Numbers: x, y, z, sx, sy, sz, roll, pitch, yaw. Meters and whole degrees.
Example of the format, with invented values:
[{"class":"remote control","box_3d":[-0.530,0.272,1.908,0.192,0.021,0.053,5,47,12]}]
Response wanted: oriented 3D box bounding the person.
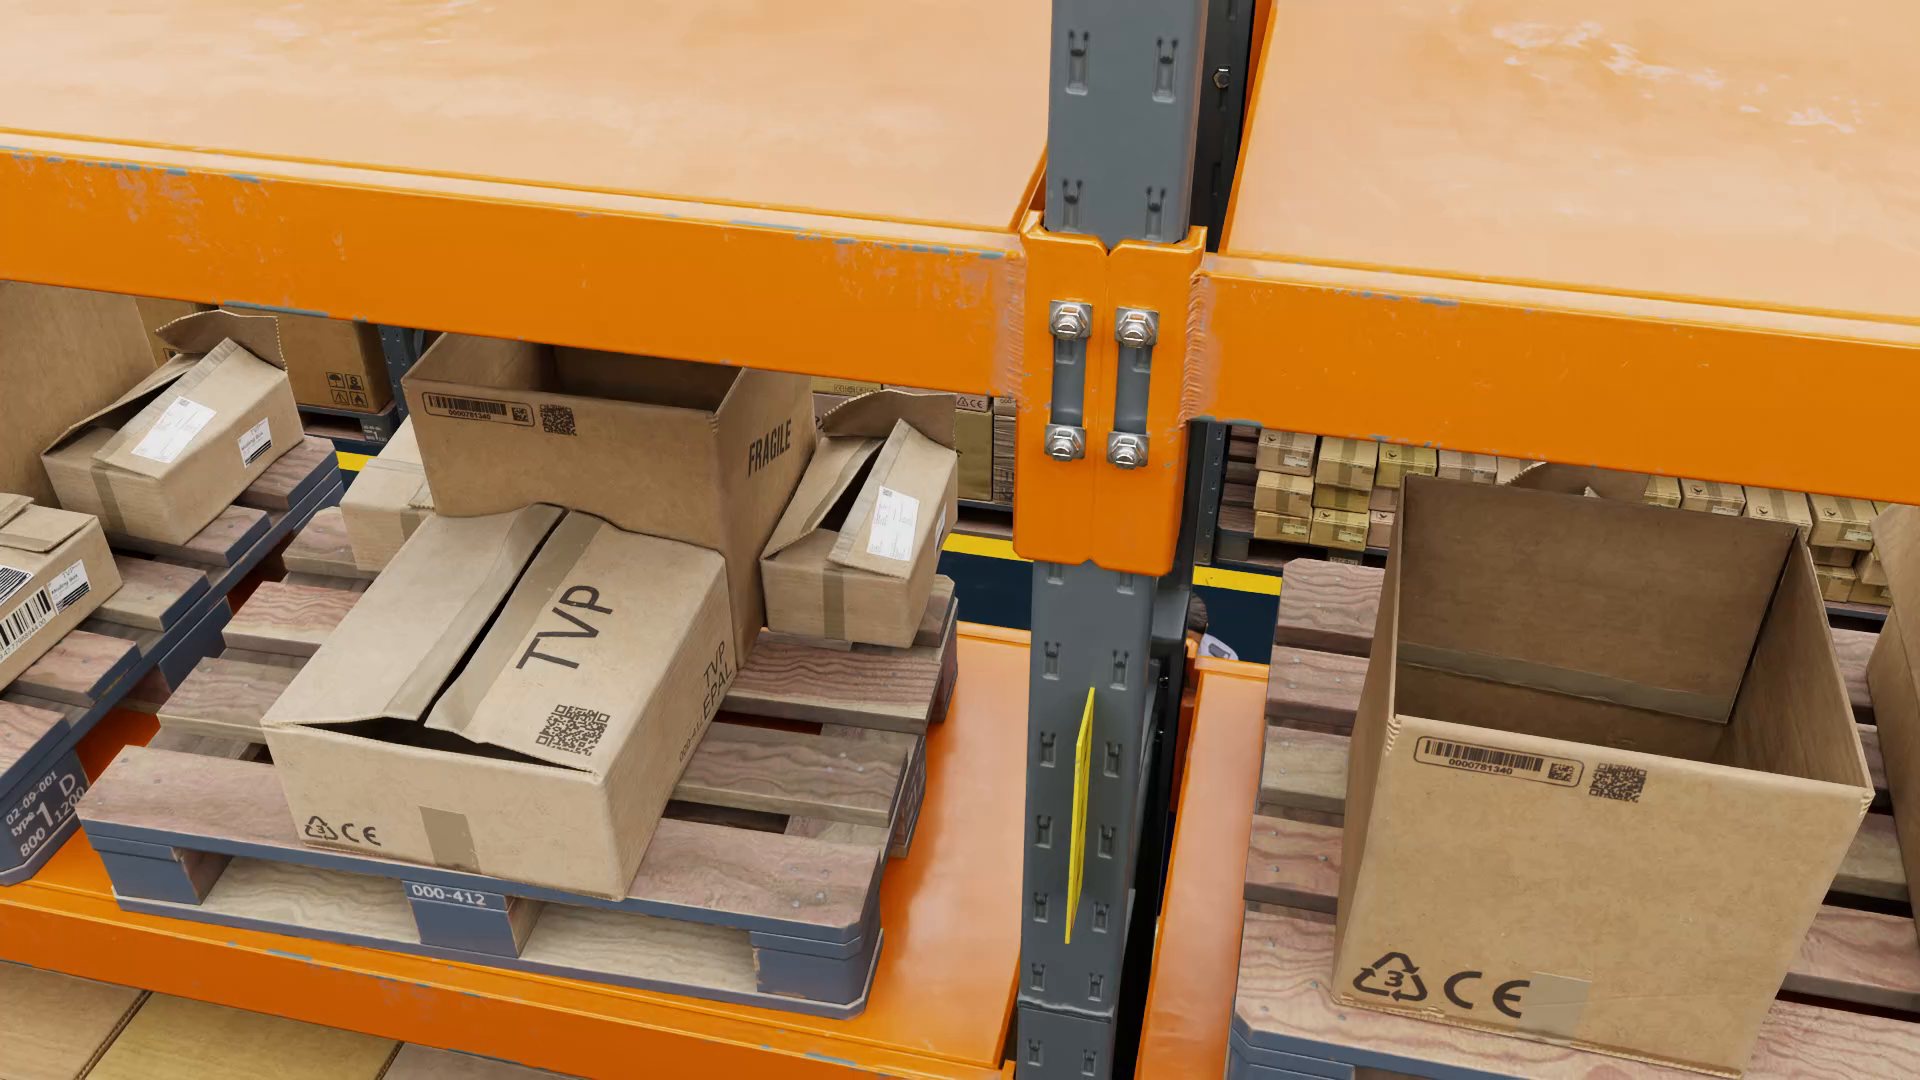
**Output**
[{"class":"person","box_3d":[0.646,0.802,5.584,0.562,1.651,0.426,5,37,7]}]
